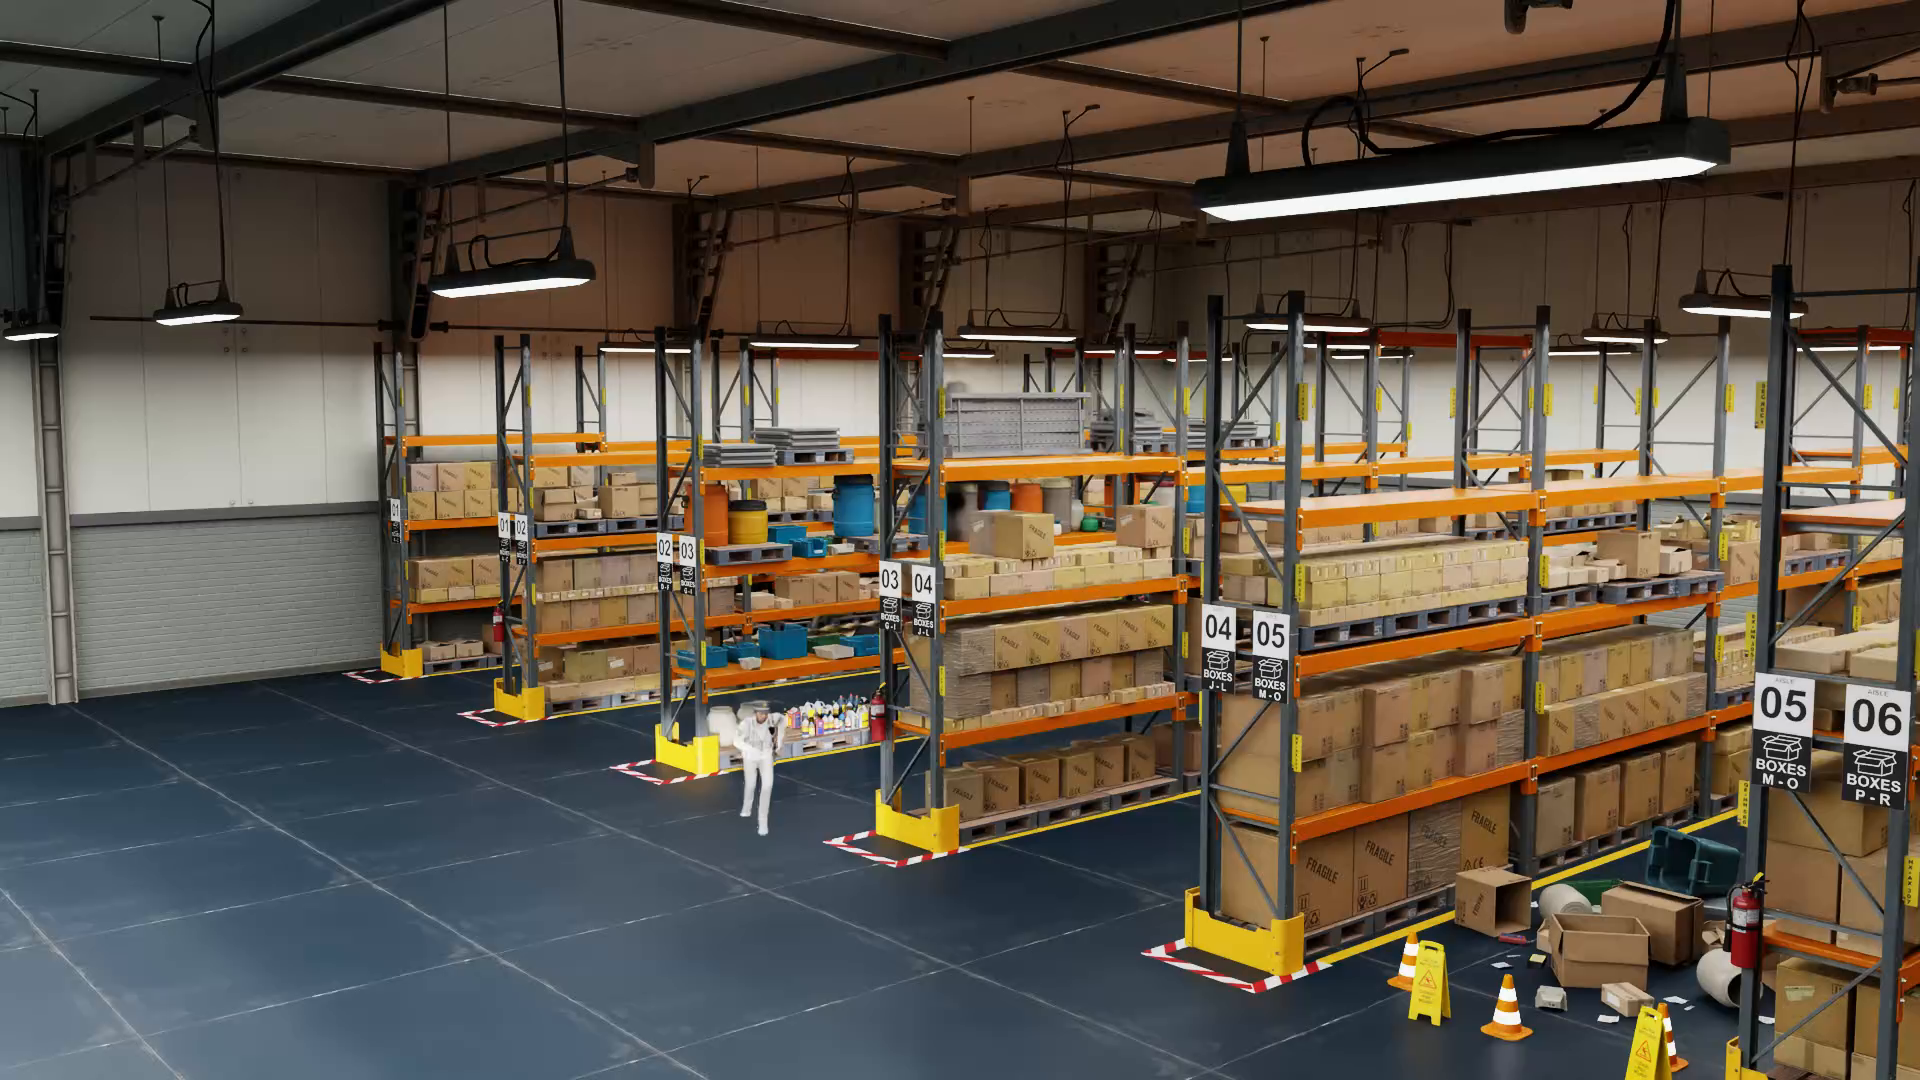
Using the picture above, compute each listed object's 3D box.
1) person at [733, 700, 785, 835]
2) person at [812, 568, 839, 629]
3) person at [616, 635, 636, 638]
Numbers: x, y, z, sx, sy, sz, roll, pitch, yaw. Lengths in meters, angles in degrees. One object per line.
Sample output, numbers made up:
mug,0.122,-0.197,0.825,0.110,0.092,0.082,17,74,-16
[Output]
person,-2.402,2.624,19.594,0.616,1.622,0.951,-2,6,-19
person,-2.650,1.341,33.074,0.559,1.668,0.836,4,7,40
person,-6.148,1.651,30.136,0.684,1.549,0.867,2,6,23
